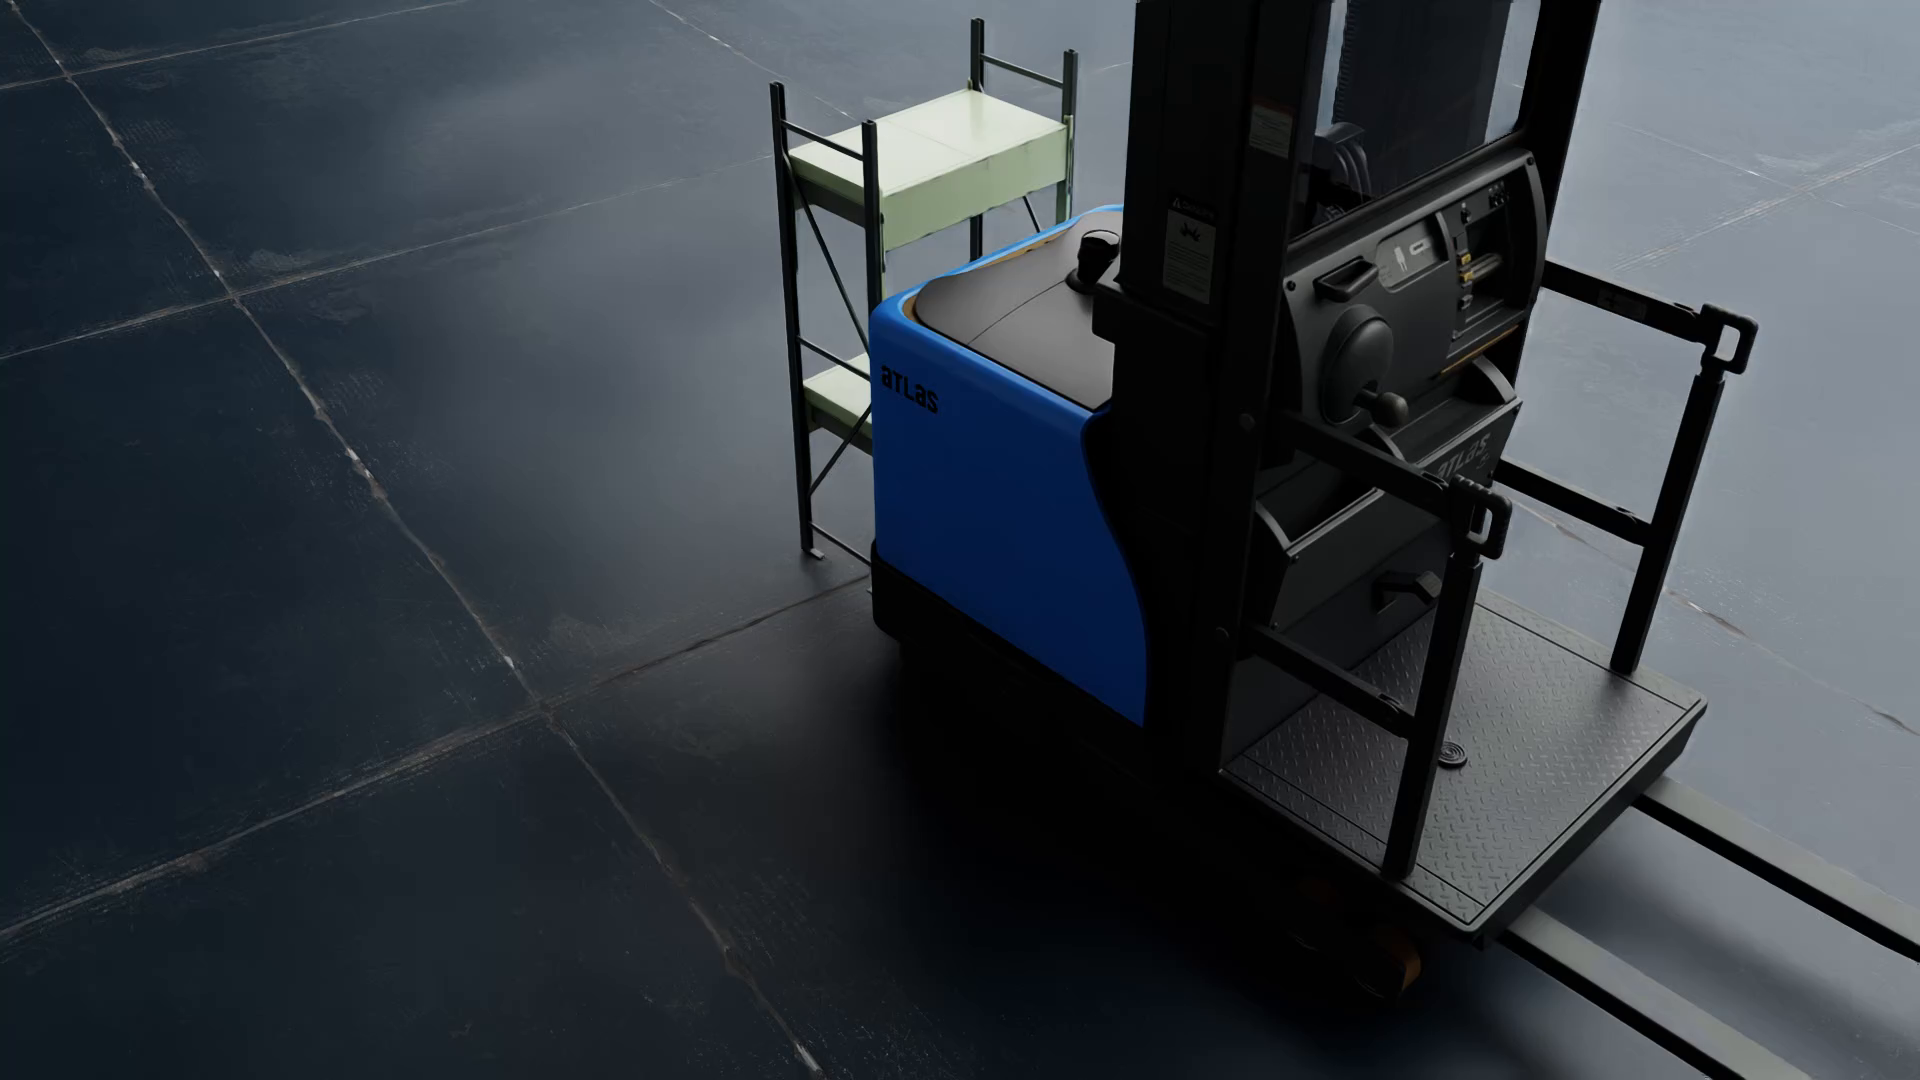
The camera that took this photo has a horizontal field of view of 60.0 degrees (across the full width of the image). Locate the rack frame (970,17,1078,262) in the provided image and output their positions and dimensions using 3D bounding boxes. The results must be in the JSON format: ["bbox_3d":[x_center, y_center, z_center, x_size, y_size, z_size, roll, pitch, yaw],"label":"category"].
[{"bbox_3d":[0.177,-0.800,5.078,0.023,1.500,0.400,-29,45,-34],"label":"rack frame"}]

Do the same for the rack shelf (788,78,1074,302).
[{"bbox_3d":[-0.087,-0.970,4.645,0.720,0.370,0.431,-29,45,-34],"label":"rack shelf"}]

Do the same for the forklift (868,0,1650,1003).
[{"bbox_3d":[1.130,-0.490,3.421,1.130,2.935,3.031,-29,45,-34],"label":"forklift"}]

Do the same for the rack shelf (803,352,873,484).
[{"bbox_3d":[-0.087,-0.388,5.063,0.720,0.370,0.431,-29,45,-34],"label":"rack shelf"}]

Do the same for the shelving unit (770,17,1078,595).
[{"bbox_3d":[-0.087,-0.653,4.873,0.755,1.500,0.431,-29,45,-34],"label":"shelving unit"}]

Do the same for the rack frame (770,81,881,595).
[{"bbox_3d":[-0.351,-0.505,4.667,0.023,1.500,0.400,-29,45,-34],"label":"rack frame"}]
